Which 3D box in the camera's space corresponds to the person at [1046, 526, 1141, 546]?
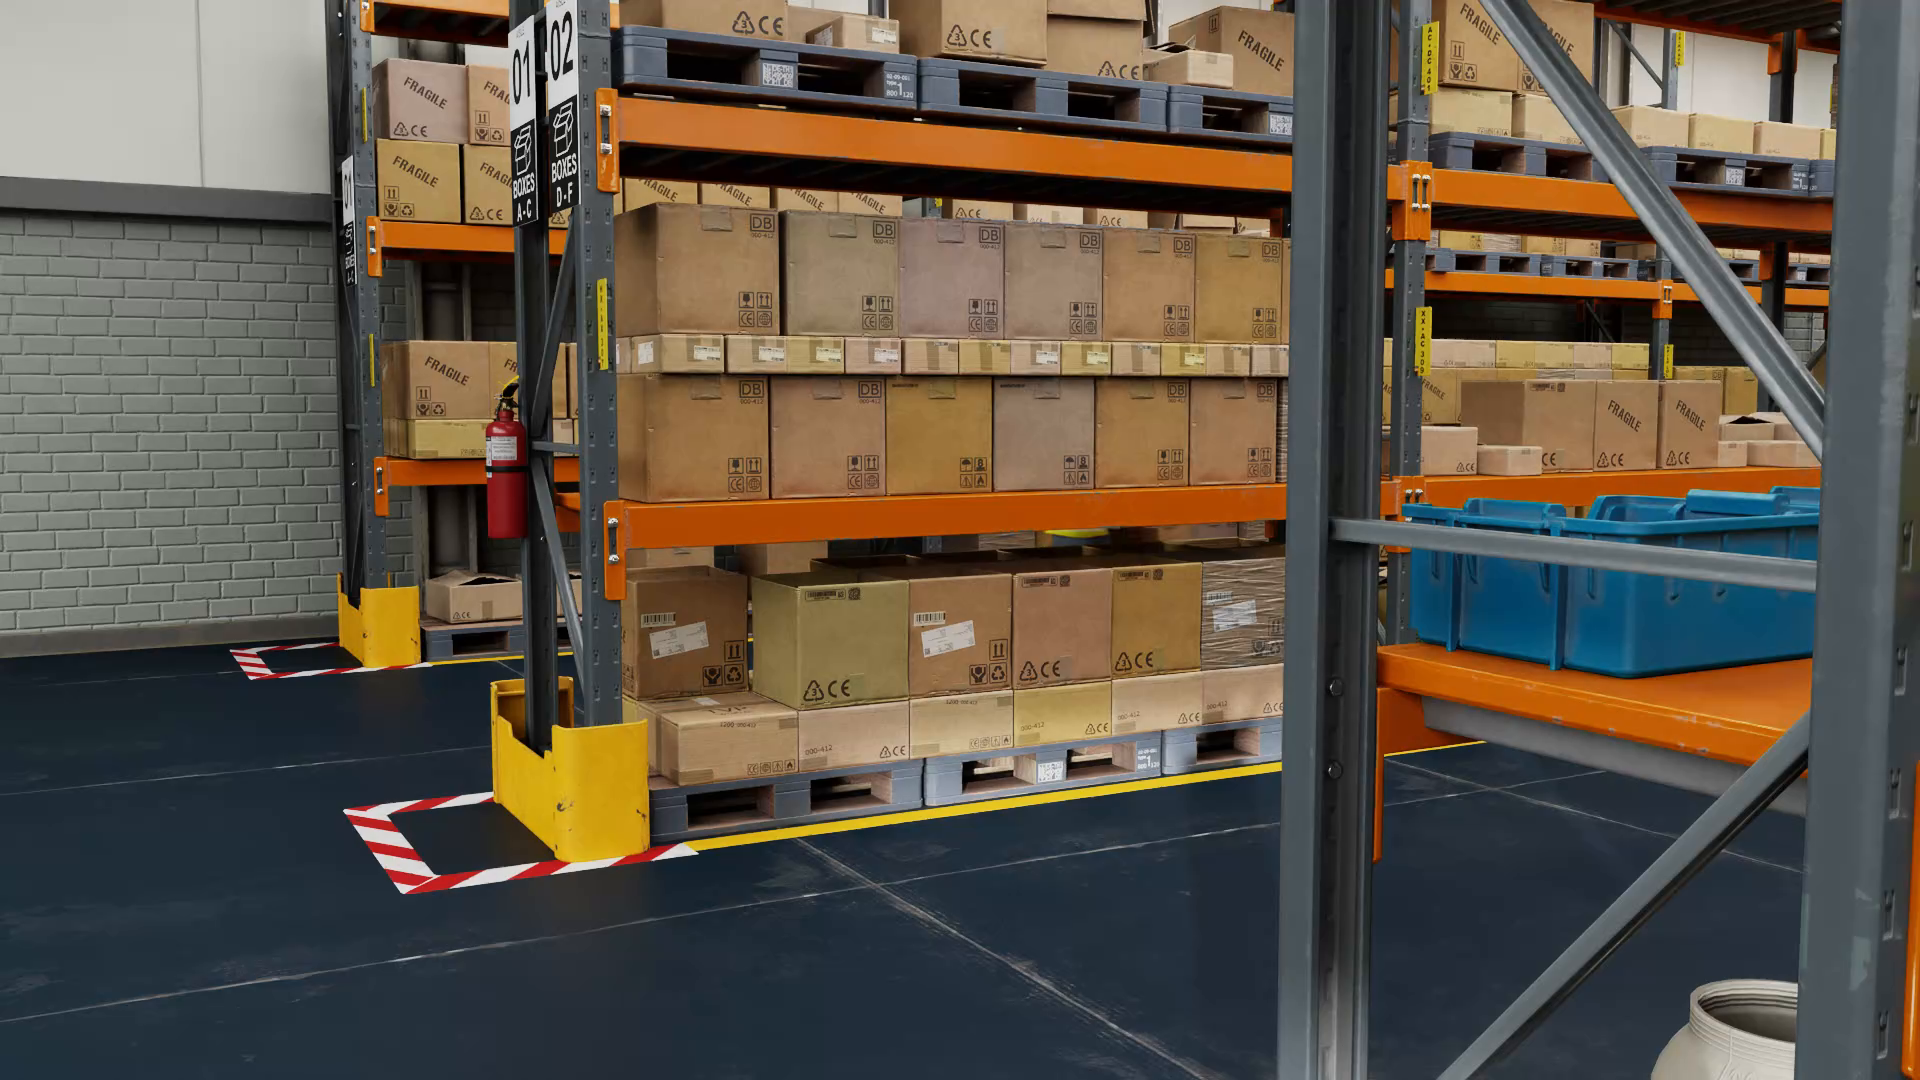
[{"bbox_3d":[0.863,0.016,10.043,0.691,1.659,0.483,-3,6,-30],"label":"person"}]
